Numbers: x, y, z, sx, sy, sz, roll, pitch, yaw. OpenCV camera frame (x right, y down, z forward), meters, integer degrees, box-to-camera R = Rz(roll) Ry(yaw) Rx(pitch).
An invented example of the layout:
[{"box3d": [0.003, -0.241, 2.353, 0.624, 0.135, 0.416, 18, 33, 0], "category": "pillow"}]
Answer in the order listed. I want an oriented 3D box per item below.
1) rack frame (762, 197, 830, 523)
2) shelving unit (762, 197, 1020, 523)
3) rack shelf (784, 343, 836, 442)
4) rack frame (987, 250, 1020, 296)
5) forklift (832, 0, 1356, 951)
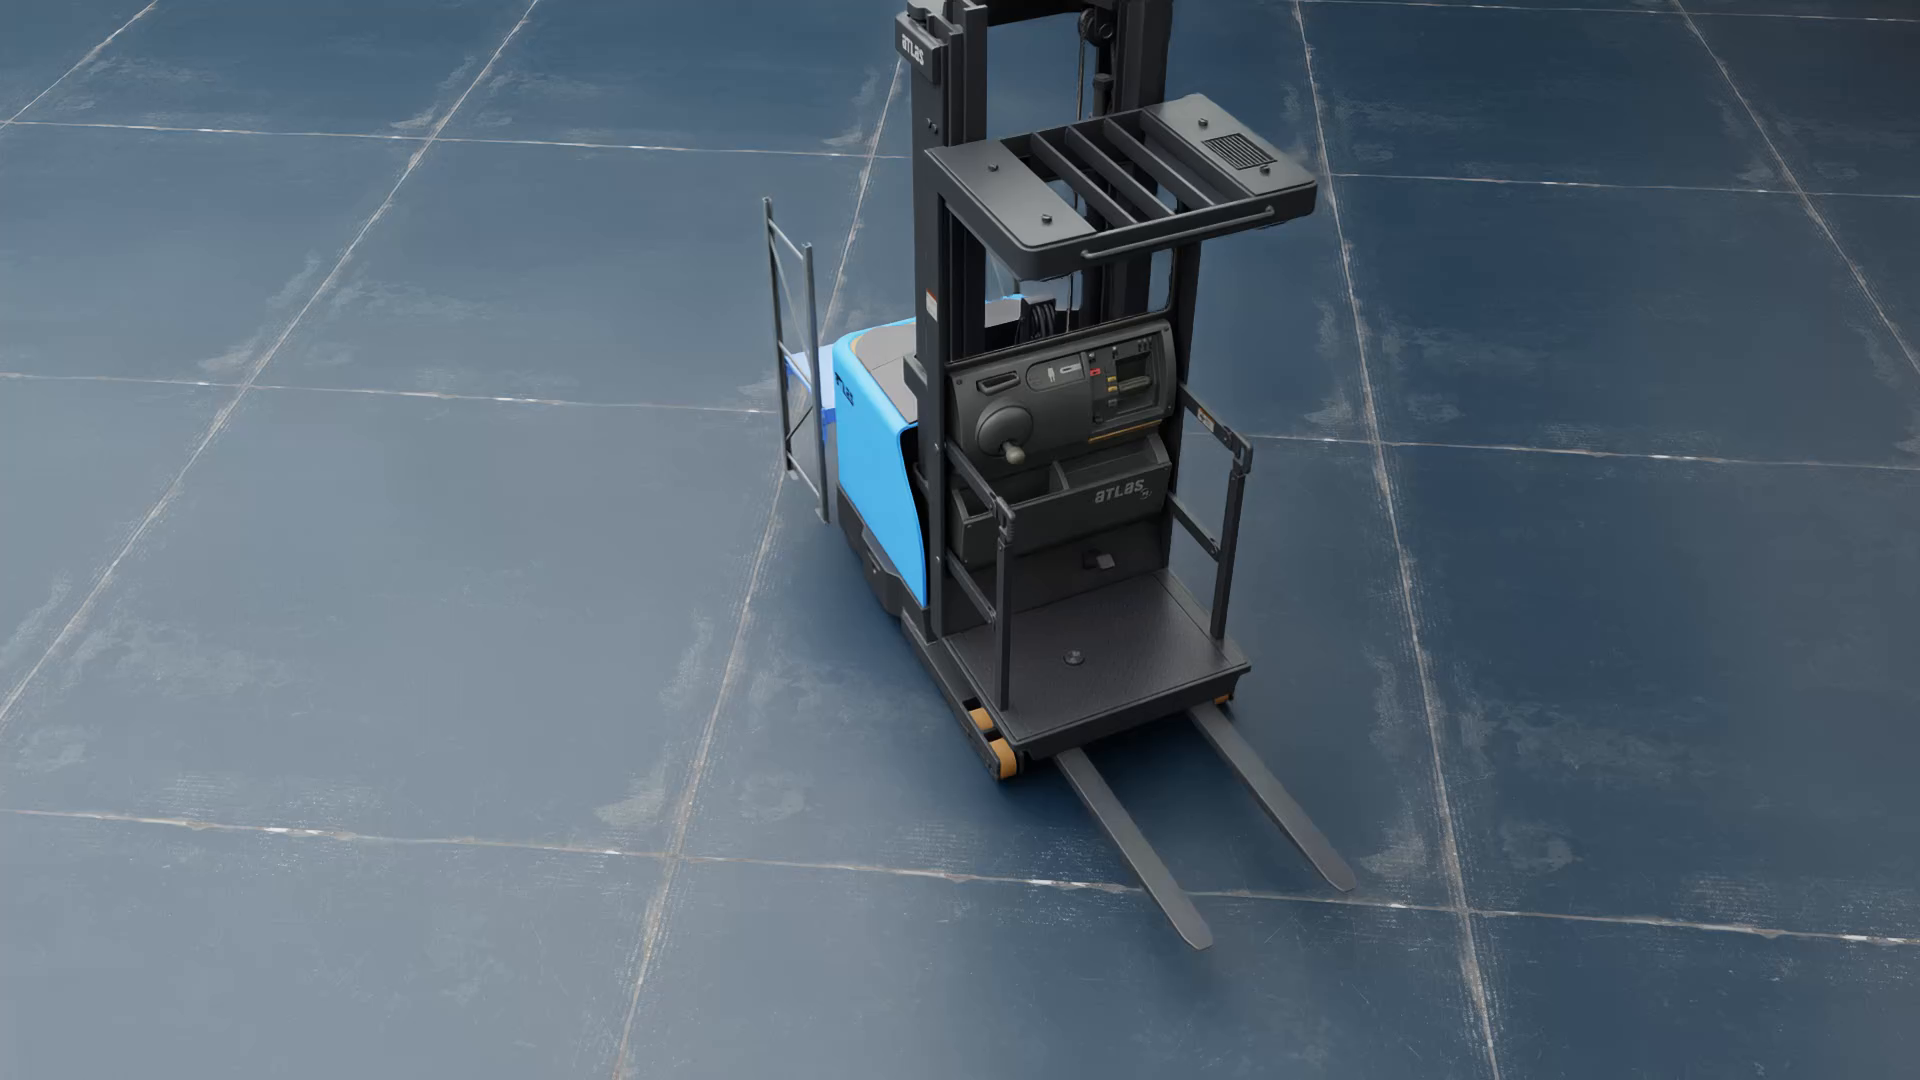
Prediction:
[{"box3d": [-0.756, -0.806, 7.723, 0.032, 1.500, 0.500, -18, 42, -21], "category": "rack frame"}, {"box3d": [-0.303, -0.951, 7.901, 1.048, 1.500, 0.538, -18, 42, -21], "category": "shelving unit"}, {"box3d": [-0.303, -0.812, 8.015, 1.000, 0.185, 0.538, -18, 42, -21], "category": "rack shelf"}, {"box3d": [0.151, -1.096, 8.079, 0.032, 1.500, 0.500, -18, 42, -21], "category": "rack frame"}, {"box3d": [0.499, -0.485, 6.194, 1.130, 2.935, 3.031, -16, 42, -19], "category": "forklift"}]
